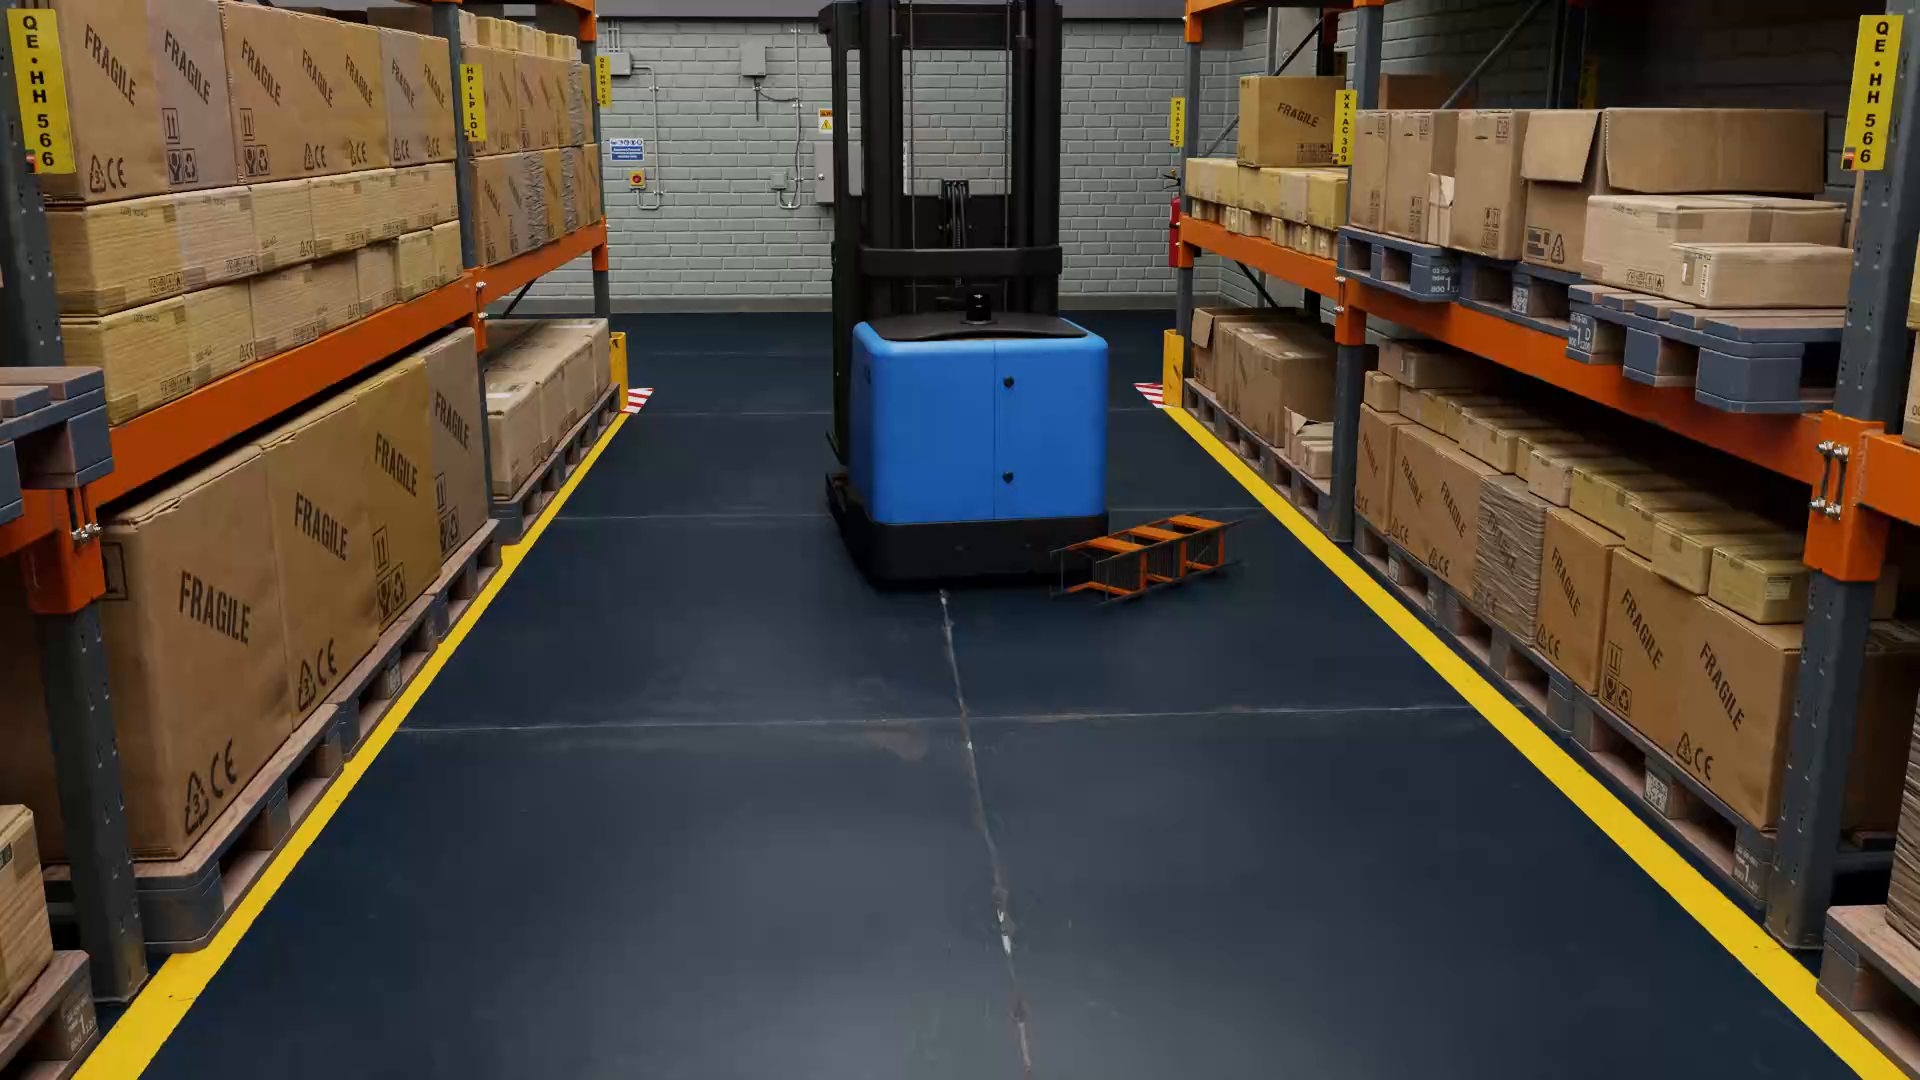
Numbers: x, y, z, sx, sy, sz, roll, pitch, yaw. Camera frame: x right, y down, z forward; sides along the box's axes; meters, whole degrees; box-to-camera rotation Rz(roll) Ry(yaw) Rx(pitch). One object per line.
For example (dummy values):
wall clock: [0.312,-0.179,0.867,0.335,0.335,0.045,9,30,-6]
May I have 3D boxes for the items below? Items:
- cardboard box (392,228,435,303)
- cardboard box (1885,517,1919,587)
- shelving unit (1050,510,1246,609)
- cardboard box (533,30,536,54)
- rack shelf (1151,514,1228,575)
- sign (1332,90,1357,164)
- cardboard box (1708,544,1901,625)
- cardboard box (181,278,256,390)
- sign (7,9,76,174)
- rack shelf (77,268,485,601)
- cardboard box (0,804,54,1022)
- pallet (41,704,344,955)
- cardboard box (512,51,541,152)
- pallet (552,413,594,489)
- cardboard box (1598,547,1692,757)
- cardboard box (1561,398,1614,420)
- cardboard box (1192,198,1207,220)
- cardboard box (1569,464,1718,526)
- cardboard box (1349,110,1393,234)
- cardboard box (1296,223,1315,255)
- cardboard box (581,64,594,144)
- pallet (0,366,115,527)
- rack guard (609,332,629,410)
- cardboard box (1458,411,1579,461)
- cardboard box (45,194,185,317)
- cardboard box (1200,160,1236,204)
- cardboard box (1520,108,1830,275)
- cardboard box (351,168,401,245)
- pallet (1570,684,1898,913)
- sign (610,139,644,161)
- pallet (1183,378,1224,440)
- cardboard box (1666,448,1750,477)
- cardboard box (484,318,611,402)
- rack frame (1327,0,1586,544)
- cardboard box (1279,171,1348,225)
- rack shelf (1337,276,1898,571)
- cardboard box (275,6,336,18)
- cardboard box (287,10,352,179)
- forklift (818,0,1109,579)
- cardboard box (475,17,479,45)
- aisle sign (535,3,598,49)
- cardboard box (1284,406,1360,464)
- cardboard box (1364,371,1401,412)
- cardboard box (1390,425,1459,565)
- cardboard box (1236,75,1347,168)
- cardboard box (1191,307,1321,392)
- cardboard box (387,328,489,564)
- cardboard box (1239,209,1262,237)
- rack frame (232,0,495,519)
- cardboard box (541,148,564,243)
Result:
cardboard box: [-2.362,-1.071,6.470,0.500,0.250,0.500,-1,14,-4]
cardboard box: [2.819,0.031,4.756,0.380,0.149,0.250,0,14,-2]
shelving unit: [0.833,0.073,7.251,0.252,0.215,1.050,14,20,42]
cardboard box: [-2.566,-2.751,9.190,0.380,0.149,0.250,0,14,-2]
rack shelf: [1.024,0.024,7.441,0.240,0.215,0.259,14,20,42]
sign: [1.741,-1.864,7.515,0.100,0.325,0.005,-1,14,-3]
cardboard box: [2.247,0.114,4.437,0.380,0.149,0.250,-2,15,-6]
cardboard box: [-2.252,-0.563,4.497,0.500,0.250,0.500,-1,14,-5]
sign: [-1.883,-0.916,3.403,0.100,0.325,0.005,-1,14,-3]
rack shelf: [-2.548,-0.532,5.518,1.077,0.370,4.000,-1,14,-3]
cardboard box: [-2.399,0.827,3.224,0.950,0.372,0.625,-2,15,-7]
pallet: [-2.397,0.770,4.609,1.003,0.211,1.213,-1,14,-3]
cardboard box: [-2.505,-2.286,8.684,0.500,0.500,0.500,-1,14,-2]
pallet: [-2.719,-0.522,9.631,1.003,0.211,1.213,-1,14,-3]
cardboard box: [2.269,0.320,4.936,0.500,0.500,0.500,-1,14,-4]
cardboard box: [2.680,-0.486,6.769,0.380,0.149,0.250,-2,15,-6]
cardboard box: [1.781,-2.243,11.227,0.380,0.149,0.250,-1,14,-4]
cardboard box: [2.240,-0.148,5.455,0.380,0.149,0.250,-1,14,-4]
cardboard box: [2.089,-1.583,7.117,0.700,0.500,0.500,-1,14,-2]
cardboard box: [1.932,-1.538,8.488,0.380,0.149,0.250,-1,14,-2]
cardboard box: [-2.652,-2.789,10.639,0.500,0.500,0.500,0,14,-2]
pallet: [-2.273,-0.115,2.837,1.213,0.211,1.003,-1,14,-3]
rack guard: [-2.921,-1.168,11.563,1.175,0.500,0.348,-1,14,-3]
cardboard box: [2.169,-0.407,6.460,0.380,0.149,0.250,-1,14,-4]
cardboard box: [-2.209,-0.682,3.956,0.500,0.250,0.500,-1,14,-4]
cardboard box: [1.825,-2.279,10.569,0.500,0.250,0.500,-1,14,-3]
cardboard box: [2.244,-1.117,5.298,0.797,0.503,0.637,-1,14,-5]
cardboard box: [-2.325,-1.188,5.923,0.500,0.250,0.500,-1,14,-2]
pallet: [2.522,0.704,4.868,1.003,0.211,1.213,-1,14,-3]
sign: [-3.344,-3.920,16.700,0.327,0.218,0.001,-1,14,-3]
pallet: [2.089,-0.882,11.033,1.003,0.211,1.213,-1,14,-3]
cardboard box: [2.675,-0.223,5.745,0.380,0.149,0.250,-1,14,-3]
cardboard box: [-2.779,-1.173,10.863,0.875,0.438,0.875,-1,14,-5]
rack frame: [2.282,-1.455,7.663,1.000,3.000,0.127,-1,14,-3]
cardboard box: [1.961,-1.774,8.606,0.500,0.250,0.500,-1,14,-3]
rack shelf: [2.406,-0.610,5.820,1.077,0.370,4.000,-1,14,-3]
cardboard box: [-3.008,-2.296,7.422,0.380,0.149,0.250,-1,14,-5]
cardboard box: [-2.295,-1.420,5.317,0.500,0.500,0.500,-1,14,-3]
forklift: [-0.104,-1.573,8.259,1.130,2.935,3.031,-2,15,-9]
cardboard box: [-2.522,-2.434,7.956,0.380,0.149,0.250,-1,14,-4]
aisle sign: [-2.615,-3.654,10.992,0.394,0.787,0.004,-1,14,-3]
cardboard box: [1.932,-0.557,8.817,0.396,0.266,0.258,0,14,-1]
cardboard box: [2.039,-0.669,7.479,0.380,0.149,0.250,0,14,-1]
cardboard box: [2.130,-0.192,6.927,0.500,0.500,0.500,-1,14,-4]
cardboard box: [1.887,-2.395,9.513,0.500,0.500,0.500,-1,14,-2]
cardboard box: [1.978,-1.291,11.191,0.797,0.503,0.637,-1,15,-6]
cardboard box: [-2.553,-0.399,6.980,0.875,0.875,0.875,0,14,-2]
cardboard box: [1.848,-1.856,9.725,0.380,0.149,0.250,-1,14,-2]
rack frame: [-2.672,-1.378,7.362,1.000,3.000,0.127,-1,14,-3]
cardboard box: [-2.523,-1.924,9.284,0.500,0.500,0.500,0,14,-2]
